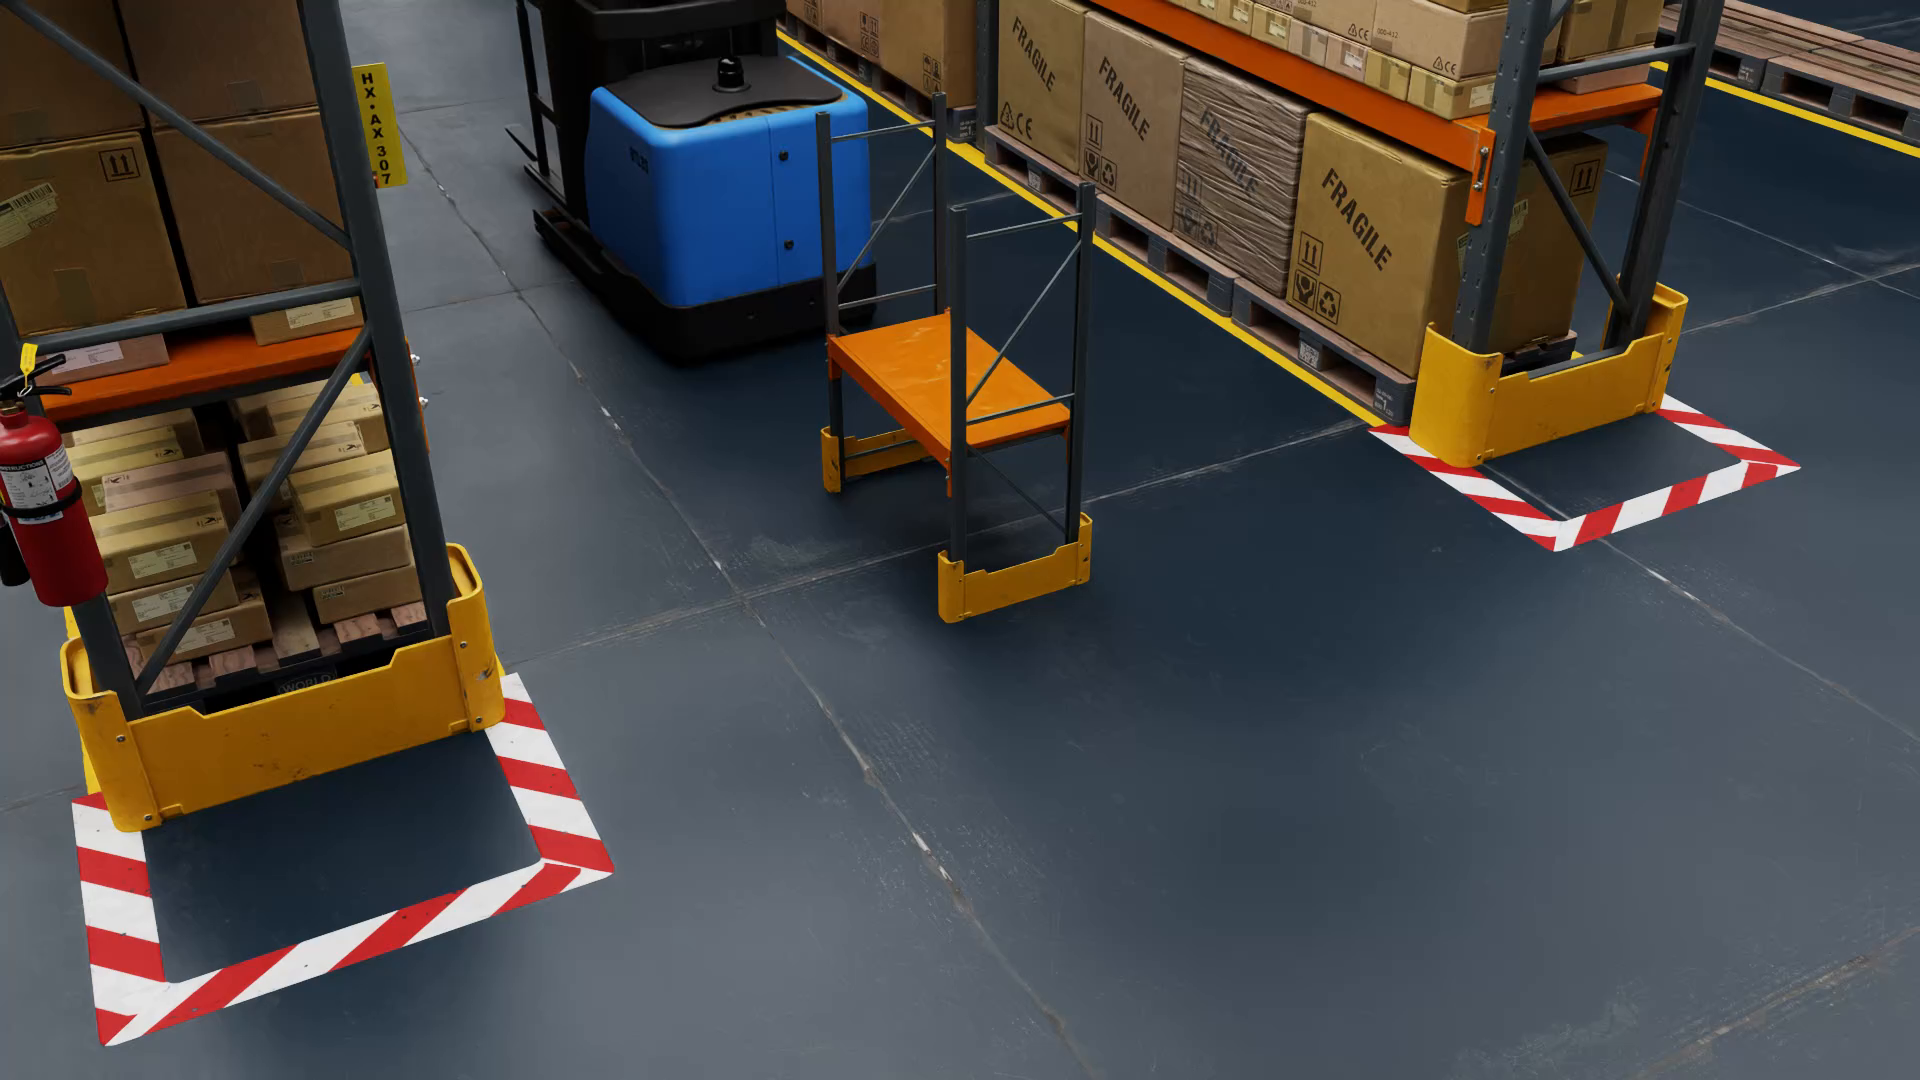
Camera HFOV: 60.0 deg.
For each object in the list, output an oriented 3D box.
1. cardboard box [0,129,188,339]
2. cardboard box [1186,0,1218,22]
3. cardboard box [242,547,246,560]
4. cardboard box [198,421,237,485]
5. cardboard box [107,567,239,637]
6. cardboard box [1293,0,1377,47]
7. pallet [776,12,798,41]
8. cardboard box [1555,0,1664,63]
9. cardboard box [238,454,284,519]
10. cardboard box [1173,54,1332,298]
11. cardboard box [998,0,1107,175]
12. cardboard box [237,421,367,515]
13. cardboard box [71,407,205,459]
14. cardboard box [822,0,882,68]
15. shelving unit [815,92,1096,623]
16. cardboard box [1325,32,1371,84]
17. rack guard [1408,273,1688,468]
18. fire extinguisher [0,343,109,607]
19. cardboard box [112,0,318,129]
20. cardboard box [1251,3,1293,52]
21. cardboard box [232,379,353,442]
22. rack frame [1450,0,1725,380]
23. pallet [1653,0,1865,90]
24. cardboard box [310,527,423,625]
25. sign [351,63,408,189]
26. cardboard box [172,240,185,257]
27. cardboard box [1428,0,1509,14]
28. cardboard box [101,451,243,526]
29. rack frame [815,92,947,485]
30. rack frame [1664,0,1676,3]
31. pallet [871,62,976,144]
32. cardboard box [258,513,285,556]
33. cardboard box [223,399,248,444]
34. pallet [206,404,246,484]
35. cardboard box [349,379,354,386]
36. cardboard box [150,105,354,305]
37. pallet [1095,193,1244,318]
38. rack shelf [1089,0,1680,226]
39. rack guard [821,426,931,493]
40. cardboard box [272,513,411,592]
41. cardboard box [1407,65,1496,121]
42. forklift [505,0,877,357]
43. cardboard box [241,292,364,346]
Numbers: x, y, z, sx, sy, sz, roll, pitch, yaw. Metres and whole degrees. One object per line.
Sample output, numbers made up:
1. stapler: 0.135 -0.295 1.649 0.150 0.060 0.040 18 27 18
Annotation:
1. cardboard box: -2.443 -0.897 4.501 0.500 0.500 0.500 -15 36 -22
2. cardboard box: 1.260 -2.490 7.589 0.380 0.149 0.250 -15 36 -22
3. cardboard box: -2.692 0.000 5.723 0.380 0.149 0.250 -16 36 -23
4. cardboard box: -2.782 -0.264 5.858 0.380 0.149 0.250 -16 36 -24
5. cardboard box: -2.504 0.138 5.231 0.380 0.149 0.250 -17 36 -24
6. cardboard box: 1.733 -2.248 6.842 0.500 0.250 0.500 -17 36 -24
7. pallet: -1.000 -4.028 12.341 1.003 0.211 1.213 -16 36 -23
8. cardboard box: 2.444 -2.138 6.671 0.500 0.250 0.500 -17 36 -24
9. cardboard box: -2.293 -0.236 5.815 0.380 0.149 0.250 -15 36 -23
10. cardboard box: 1.636 -1.781 7.830 0.875 0.875 0.875 -16 36 -23
11. cardboard box: 0.801 -2.635 9.163 0.875 0.875 0.875 -16 36 -23
12. cardboard box: -2.184 -0.244 5.552 0.380 0.149 0.250 -15 36 -22
13. cardboard box: -2.841 -0.361 5.735 0.380 0.149 0.250 -17 37 -25
14. cardboard box: -0.169 -3.697 10.820 1.225 0.875 0.875 -17 36 -25
15. shelving unit: -0.036 -0.668 5.902 0.587 1.500 1.083 -16 36 -23
16. cardboard box: 1.733 -2.005 6.832 0.380 0.149 0.250 -16 36 -23
17. rack guard: 2.441 -0.715 6.903 1.175 0.500 0.348 -16 36 -23
18. fire extinguisher: -2.296 -0.154 4.127 0.296 0.674 0.183 -16 36 -23
19. cardboard box: -1.980 -1.449 4.437 0.500 0.500 0.500 -16 36 -23
20. cardboard box: 1.495 -2.248 7.211 0.380 0.149 0.250 -17 36 -24
21. cardboard box: -2.377 -0.494 5.942 0.380 0.149 0.250 -18 37 -25
22. rack frame: 2.429 -1.779 6.247 1.000 3.000 0.127 -16 36 -23
23. pallet: 5.323 -3.419 11.391 1.003 0.211 1.213 -16 36 -23
24. cardboard box: -1.967 0.113 5.547 0.380 0.149 0.250 -15 36 -22
25. sign: -1.526 -1.081 4.354 0.100 0.325 0.005 -16 36 -23
26. cardboard box: -2.342 -1.054 5.347 0.380 0.149 0.250 -14 35 -21
27. cardboard box: 1.970 -2.324 6.264 0.500 0.500 0.500 -15 36 -23
28. cardboard box: -2.543 -0.130 5.375 0.380 0.149 0.250 -15 36 -22
29. rack frame: -0.277 -0.915 6.288 0.500 1.500 0.032 -16 36 -23
30. rack frame: 4.946 -4.934 11.171 1.000 3.000 0.127 -16 36 -23
31. pallet: 0.138 -2.863 10.524 1.003 0.211 1.213 -16 36 -23
32. cardboard box: -2.283 -0.108 5.892 0.380 0.149 0.250 -15 36 -23
33. cardboard box: -2.524 -0.488 6.209 0.380 0.149 0.250 -18 37 -25
34. pallet: -2.953 -0.420 6.710 1.003 0.211 1.213 -16 36 -23
35. cardboard box: -2.548 -0.496 6.497 0.380 0.149 0.250 -18 37 -25
36. cardboard box: -1.970 -1.031 4.710 0.500 0.500 0.500 -14 35 -21
37. pallet: 1.423 -1.549 8.472 1.003 0.211 1.213 -16 36 -23
38. rack shelf: 1.497 -2.431 7.931 1.077 0.370 4.000 -16 36 -23
39. rack guard: -0.268 -0.379 6.610 0.587 0.250 0.087 -16 36 -23
40. cardboard box: -2.023 0.004 5.441 0.380 0.149 0.250 -14 35 -21
41. cardboard box: 1.972 -1.761 6.451 0.380 0.149 0.250 -15 36 -22
42. forklift: -1.563 -2.813 7.923 1.130 2.935 3.031 -17 37 -25
43. cardboard box: -1.867 -0.711 4.813 0.380 0.149 0.250 -16 36 -23
